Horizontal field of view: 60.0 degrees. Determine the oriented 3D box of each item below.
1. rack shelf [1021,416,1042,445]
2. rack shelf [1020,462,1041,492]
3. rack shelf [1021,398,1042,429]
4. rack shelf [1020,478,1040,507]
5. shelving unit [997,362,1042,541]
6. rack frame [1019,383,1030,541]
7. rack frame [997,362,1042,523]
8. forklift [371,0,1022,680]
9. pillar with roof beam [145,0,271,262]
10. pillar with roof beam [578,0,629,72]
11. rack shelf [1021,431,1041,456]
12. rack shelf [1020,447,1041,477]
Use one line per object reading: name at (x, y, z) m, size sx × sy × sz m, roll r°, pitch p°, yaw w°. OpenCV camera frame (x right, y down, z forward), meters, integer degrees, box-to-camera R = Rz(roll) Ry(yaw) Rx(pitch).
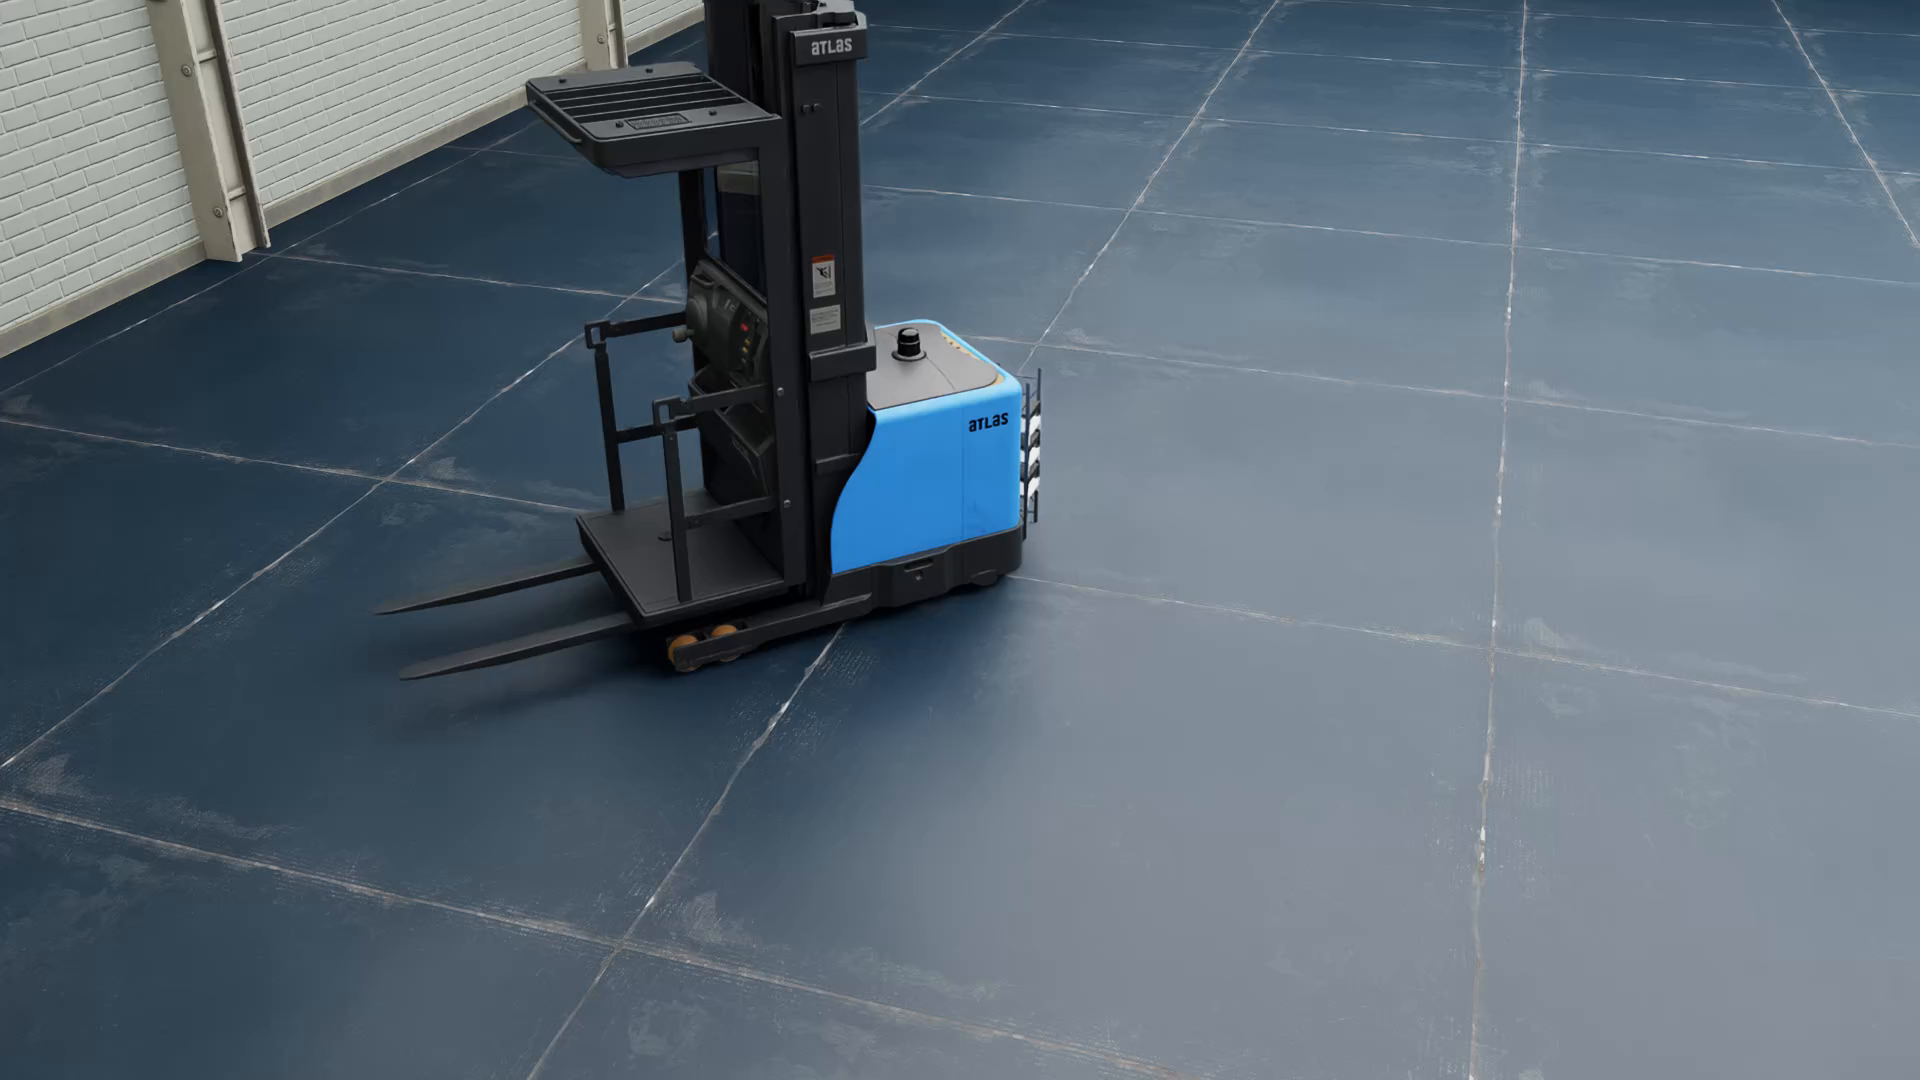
rack shelf at (0.269, -0.583, 8.570) m, size 0.258 × 0.077 × 0.200 m, roll 9°, pitch 30°, yaw 16°
rack shelf at (0.269, -0.347, 8.701) m, size 0.258 × 0.077 × 0.200 m, roll 9°, pitch 30°, yaw 16°
rack shelf at (0.269, -0.661, 8.526) m, size 0.258 × 0.077 × 0.200 m, roll 9°, pitch 30°, yaw 16°
rack shelf at (0.269, -0.268, 8.745) m, size 0.258 × 0.077 × 0.200 m, roll 9°, pitch 30°, yaw 16°
shelving unit at (0.269, -0.454, 8.641) m, size 0.258 × 0.900 × 0.210 m, roll 9°, pitch 30°, yaw 16°
rack frame at (0.237, -0.408, 8.557) m, size 0.240 × 0.900 × 0.006 m, roll 9°, pitch 30°, yaw 16°
rack frame at (0.302, -0.501, 8.725) m, size 0.240 × 0.900 × 0.006 m, roll 9°, pitch 30°, yaw 16°
forklift at (-1.238, -0.966, 7.472) m, size 3.031 × 2.935 × 1.130 m, roll -14°, pitch 32°, yaw -24°
pillar with roof beam at (-1.405, -5.522, 9.420) m, size 9.100 × 9.000 × 0.400 m, roll 8°, pitch 30°, yaw 15°
pillar with roof beam at (0.356, -8.311, 14.433) m, size 9.100 × 9.000 × 0.400 m, roll 8°, pitch 30°, yaw 15°
rack shelf at (0.269, -0.504, 8.614) m, size 0.258 × 0.077 × 0.200 m, roll 9°, pitch 30°, yaw 16°
rack shelf at (0.269, -0.425, 8.657) m, size 0.258 × 0.077 × 0.200 m, roll 9°, pitch 30°, yaw 16°
